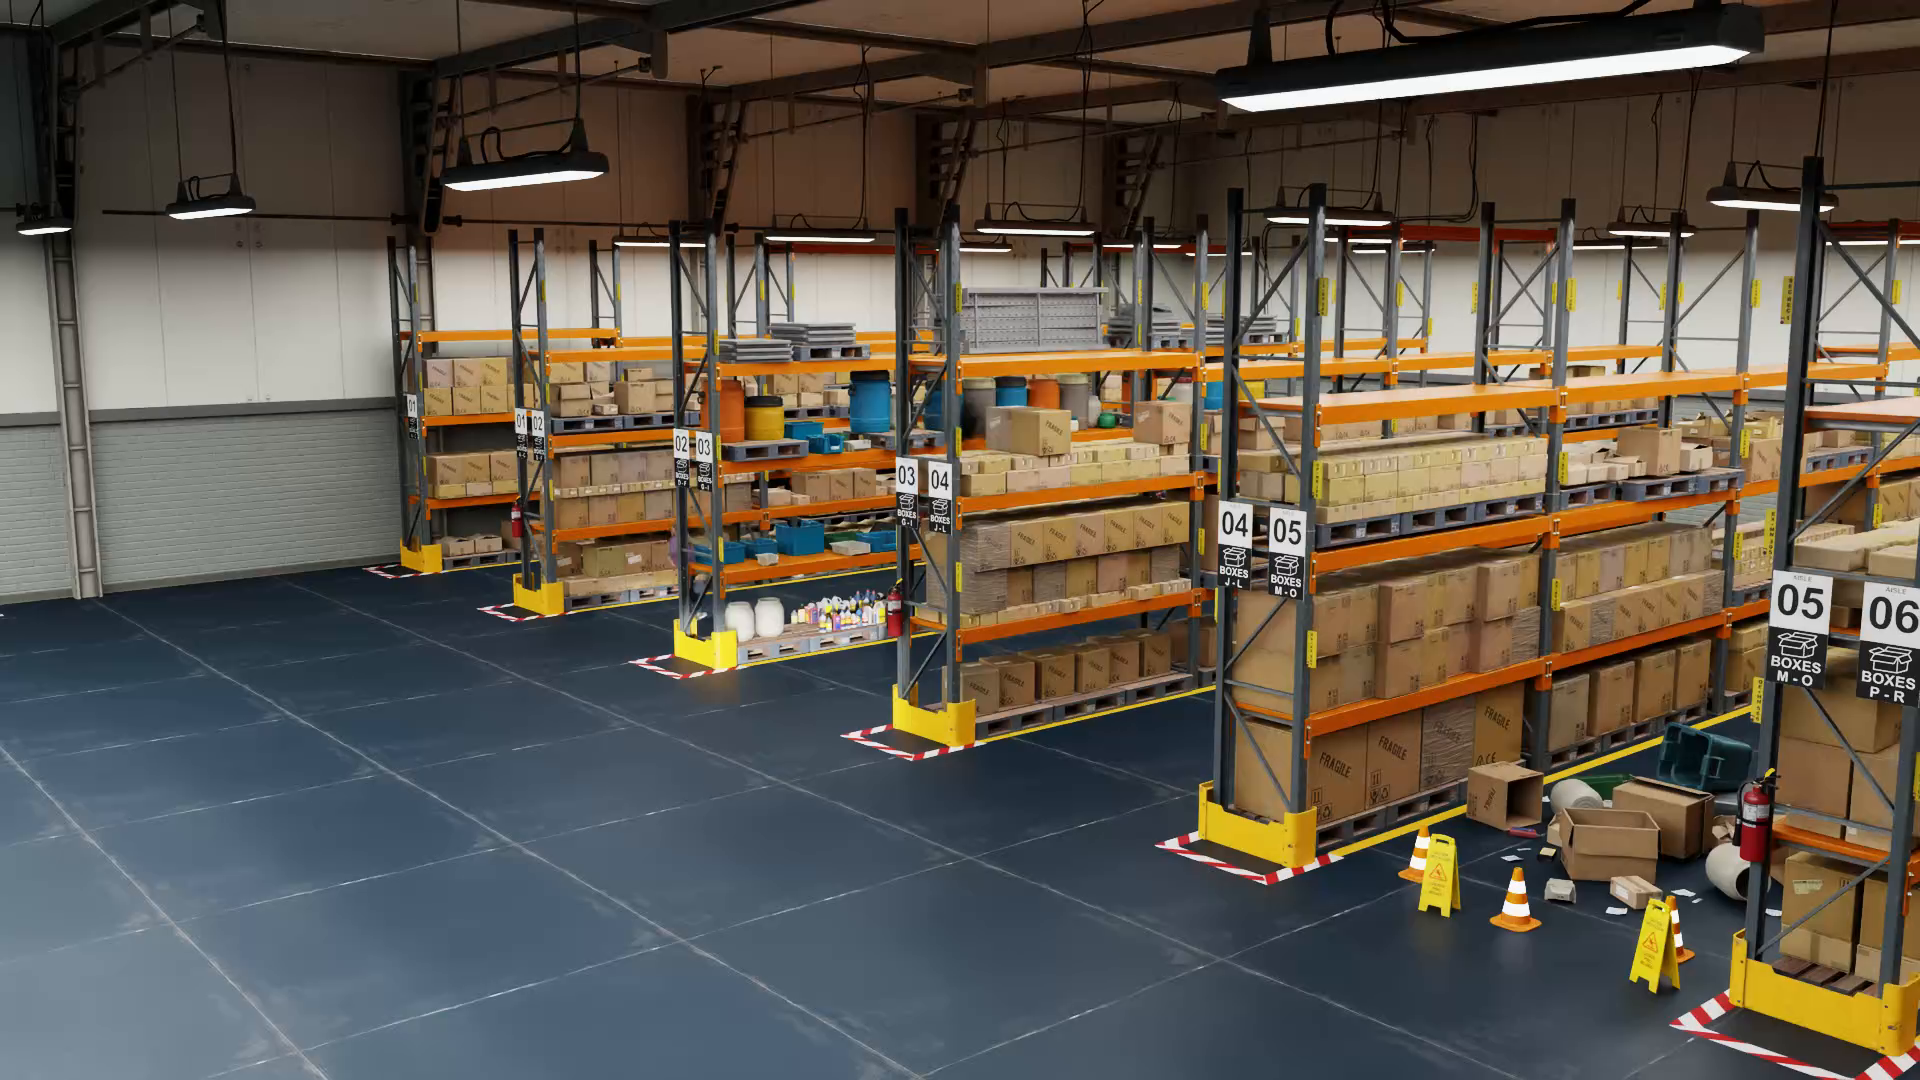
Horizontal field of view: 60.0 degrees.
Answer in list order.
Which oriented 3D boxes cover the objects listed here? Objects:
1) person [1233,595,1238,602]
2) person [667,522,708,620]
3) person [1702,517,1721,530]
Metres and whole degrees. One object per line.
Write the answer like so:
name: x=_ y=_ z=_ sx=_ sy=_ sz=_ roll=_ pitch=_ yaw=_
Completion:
person: x=4.785 y=0.145 z=27.306 sx=0.808 sy=1.714 sz=0.611 roll=-8 pitch=12 yaw=-41
person: x=-3.994 y=0.490 z=24.473 sx=0.512 sy=1.574 sz=0.732 roll=6 pitch=11 yaw=35
person: x=11.823 y=0.448 z=26.327 sx=0.722 sy=1.417 sz=1.036 roll=5 pitch=10 yaw=29
